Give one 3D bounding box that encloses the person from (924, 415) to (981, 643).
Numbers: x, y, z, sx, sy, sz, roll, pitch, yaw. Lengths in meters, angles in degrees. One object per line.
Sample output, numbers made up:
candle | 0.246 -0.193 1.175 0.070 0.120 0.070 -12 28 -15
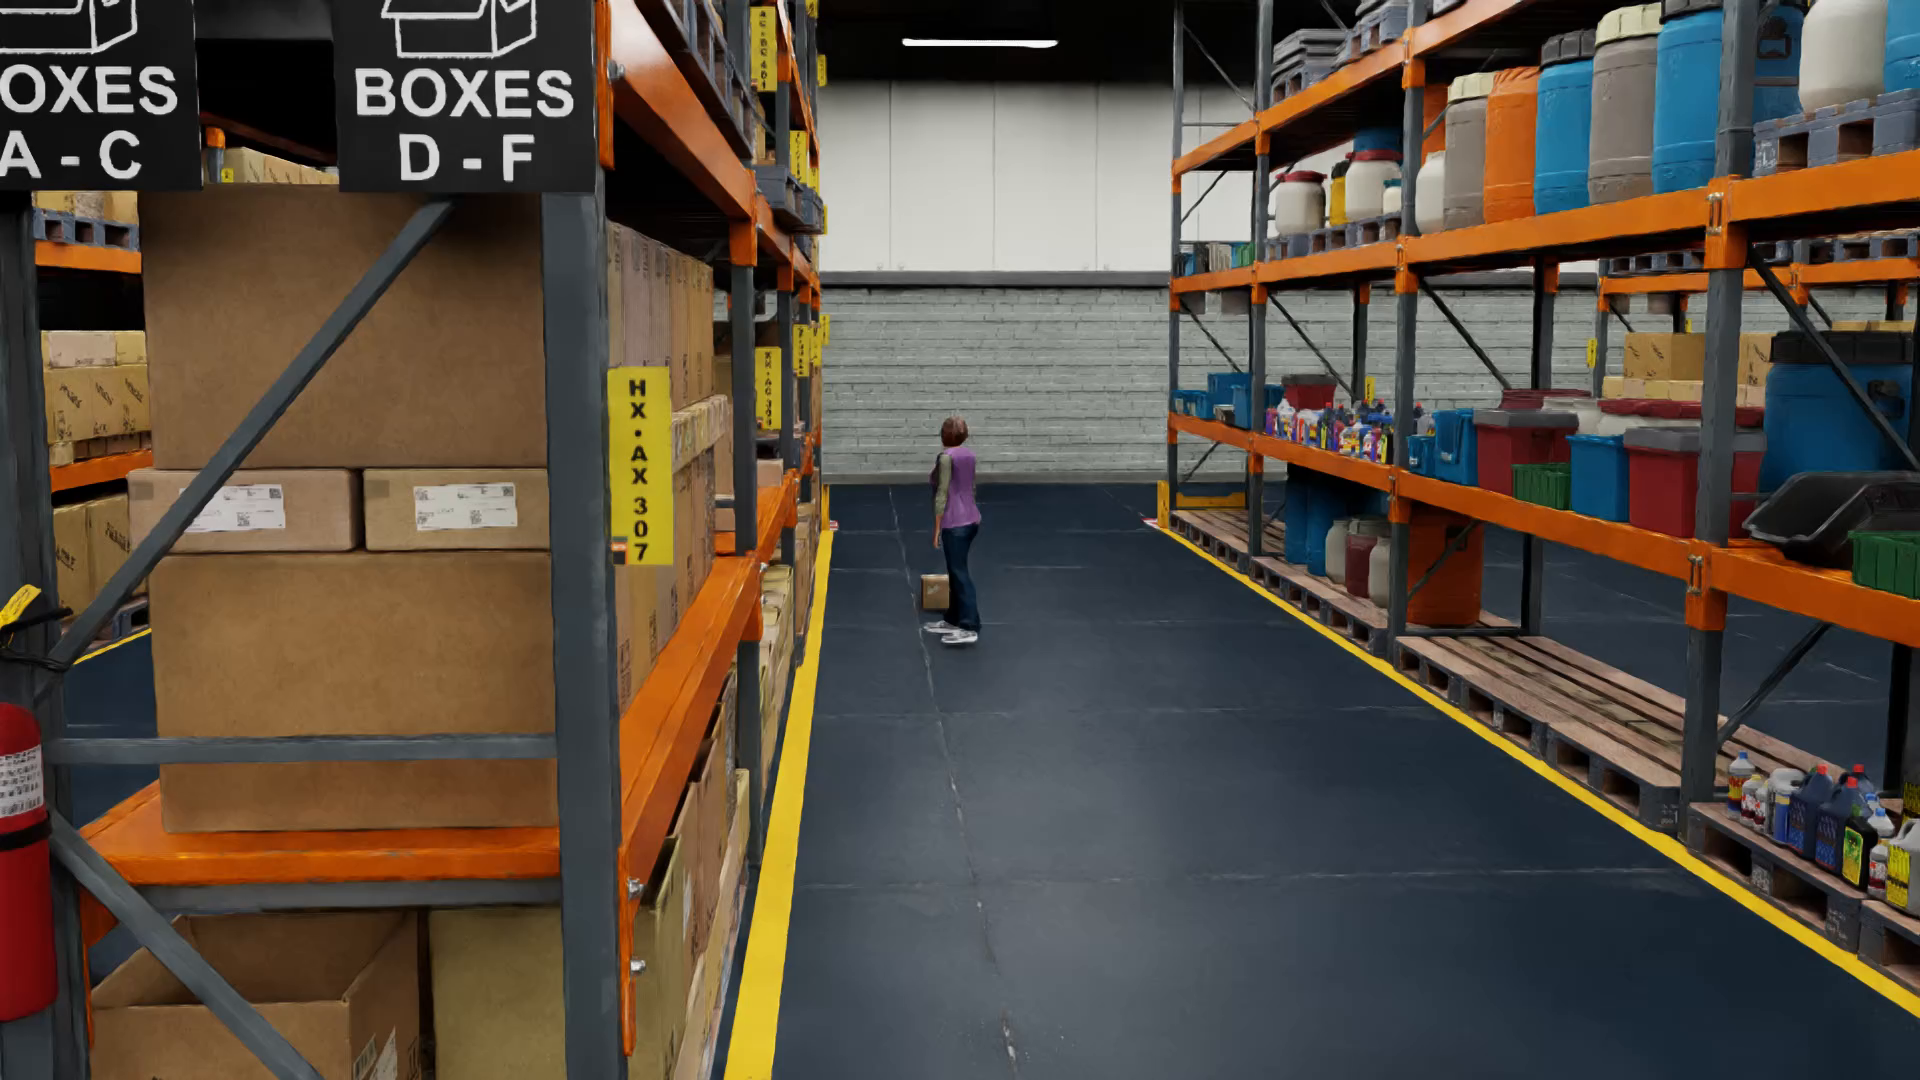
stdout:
person | -0.056 -0.082 11.841 0.517 1.580 0.511 3 8 26
